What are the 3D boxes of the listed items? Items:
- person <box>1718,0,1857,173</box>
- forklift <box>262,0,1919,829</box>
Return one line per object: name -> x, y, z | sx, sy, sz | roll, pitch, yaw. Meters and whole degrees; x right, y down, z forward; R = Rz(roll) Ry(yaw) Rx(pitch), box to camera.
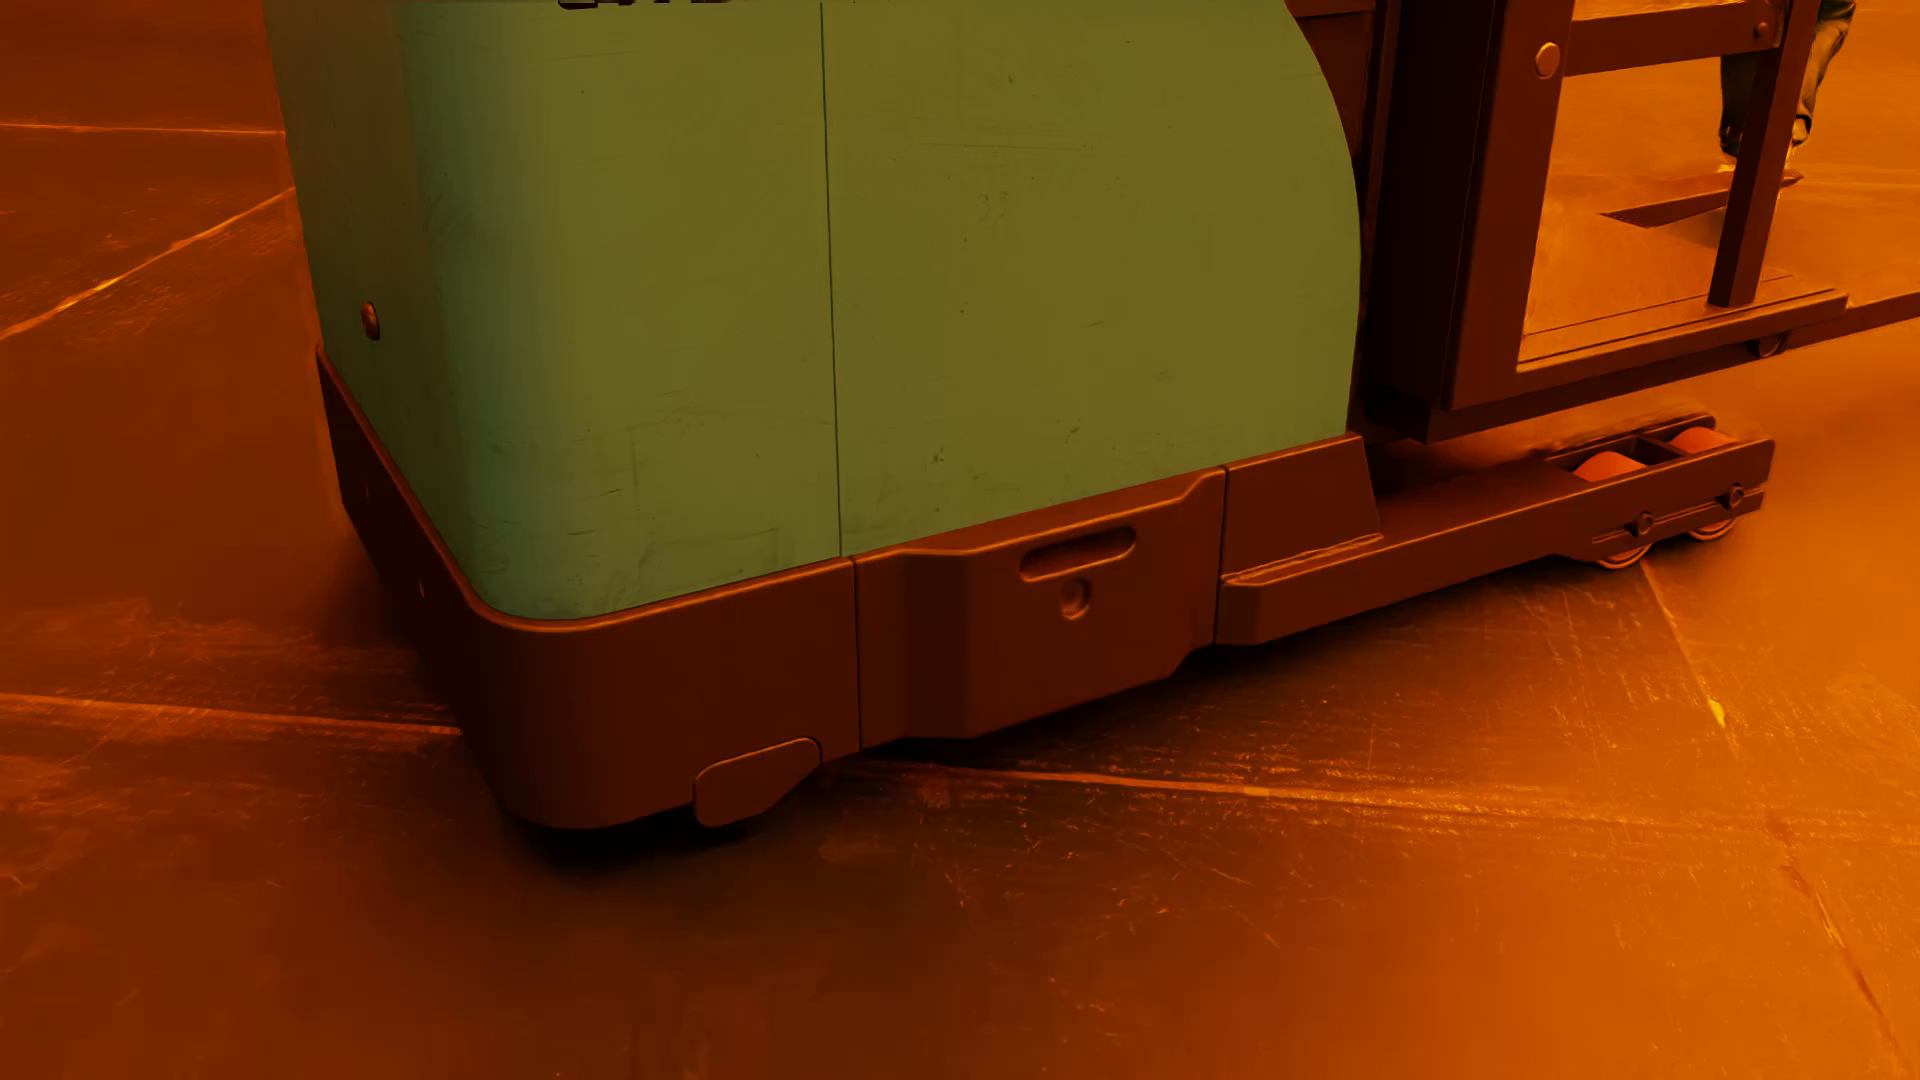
person -> 1.977, -1.582, 3.999 | 0.494, 1.516, 0.659 | 16, 31, 29
forklift -> 0.626, -1.461, 2.145 | 3.031, 2.935, 1.130 | -14, 30, -26
